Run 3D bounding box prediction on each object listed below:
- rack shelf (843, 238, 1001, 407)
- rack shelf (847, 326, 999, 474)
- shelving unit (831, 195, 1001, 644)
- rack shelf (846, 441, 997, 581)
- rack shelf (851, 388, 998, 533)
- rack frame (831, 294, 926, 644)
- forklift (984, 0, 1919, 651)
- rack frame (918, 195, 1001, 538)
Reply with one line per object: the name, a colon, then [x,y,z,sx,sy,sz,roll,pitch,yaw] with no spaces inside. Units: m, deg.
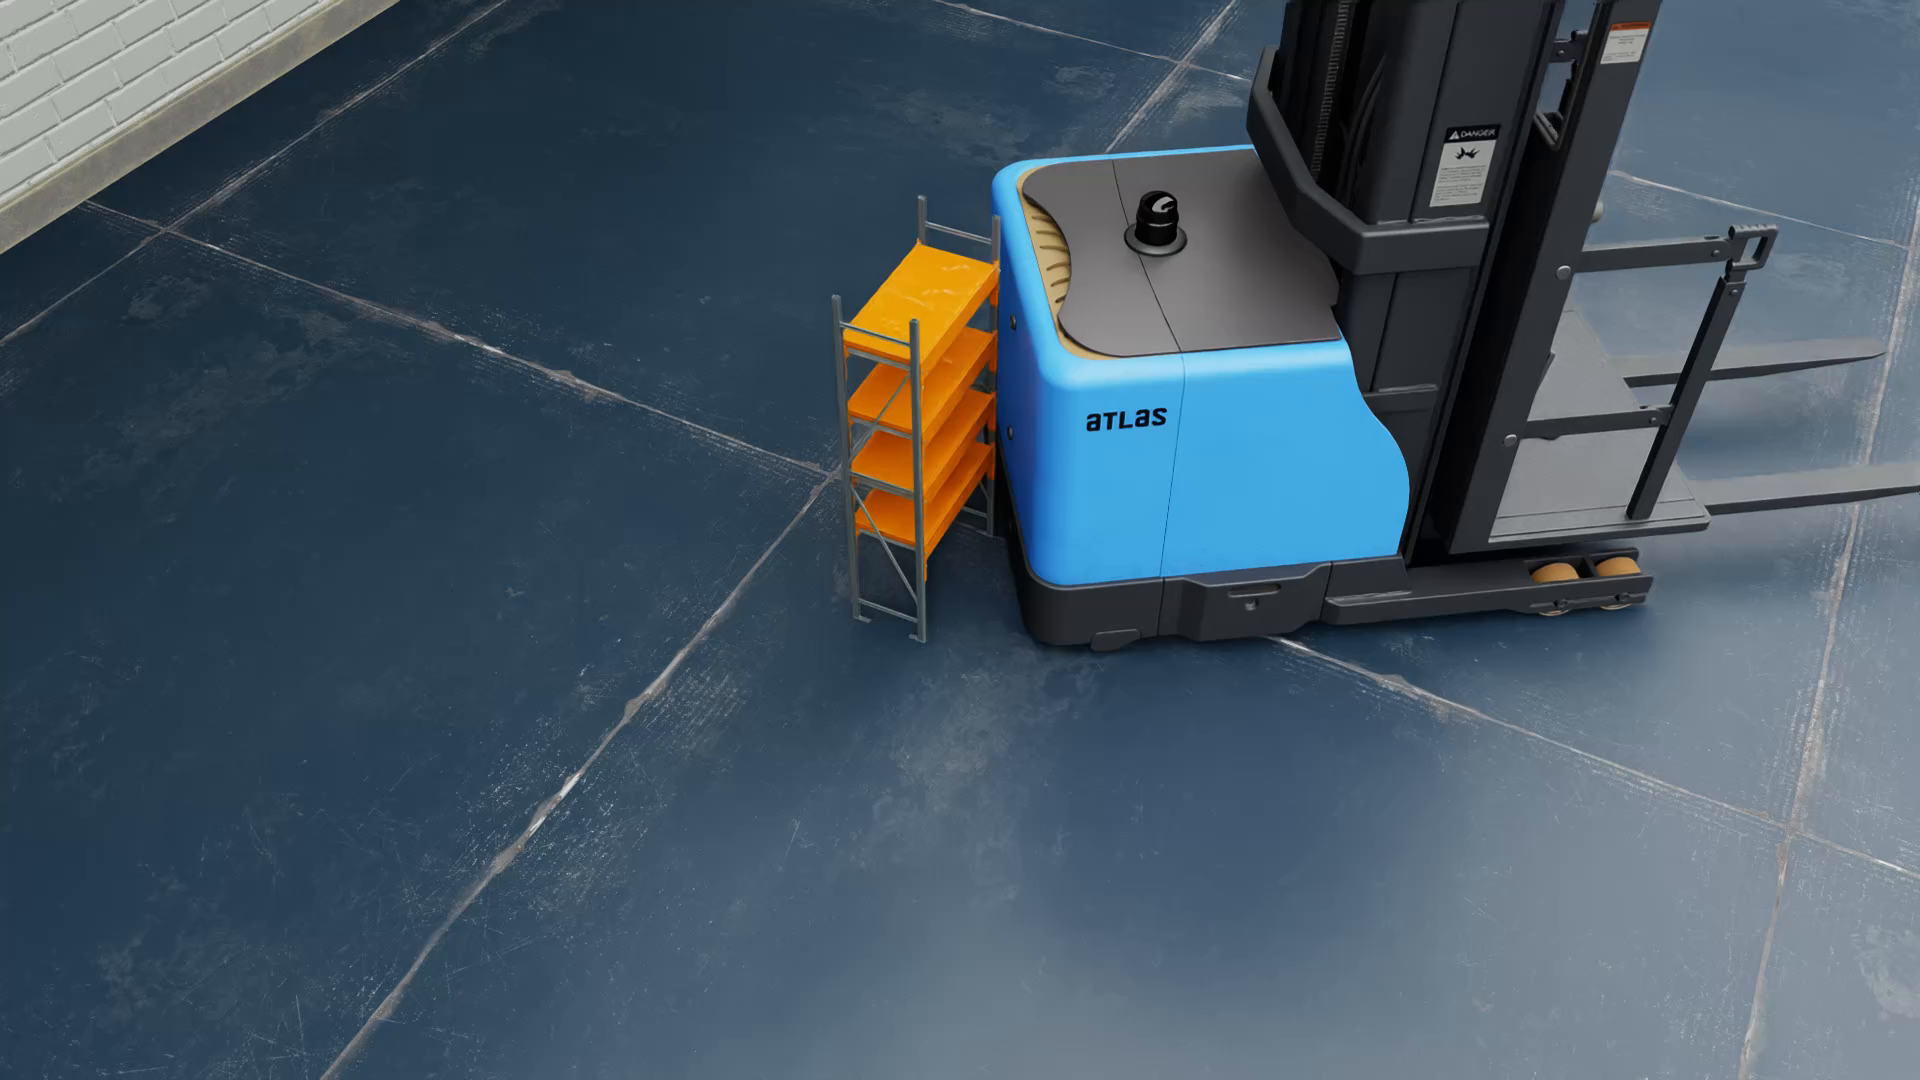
rack shelf: [-0.107,-0.587,4.434,0.258,0.148,0.480,19,48,18]
rack shelf: [-0.107,-0.421,4.602,0.258,0.148,0.480,19,48,18]
shelving unit: [-0.107,-0.311,4.713,0.258,1.200,0.503,19,48,18]
rack shelf: [-0.107,-0.124,4.903,0.258,0.148,0.480,19,48,18]
rack shelf: [-0.107,-0.263,4.761,0.258,0.148,0.480,19,48,18]
rack frame: [-0.212,-0.154,4.558,0.240,1.200,0.015,19,48,18]
forklift: [1.635,-1.171,4.347,3.031,2.935,1.130,-5,46,-5]
rack frame: [-0.003,-0.467,4.868,0.240,1.200,0.015,19,48,18]
